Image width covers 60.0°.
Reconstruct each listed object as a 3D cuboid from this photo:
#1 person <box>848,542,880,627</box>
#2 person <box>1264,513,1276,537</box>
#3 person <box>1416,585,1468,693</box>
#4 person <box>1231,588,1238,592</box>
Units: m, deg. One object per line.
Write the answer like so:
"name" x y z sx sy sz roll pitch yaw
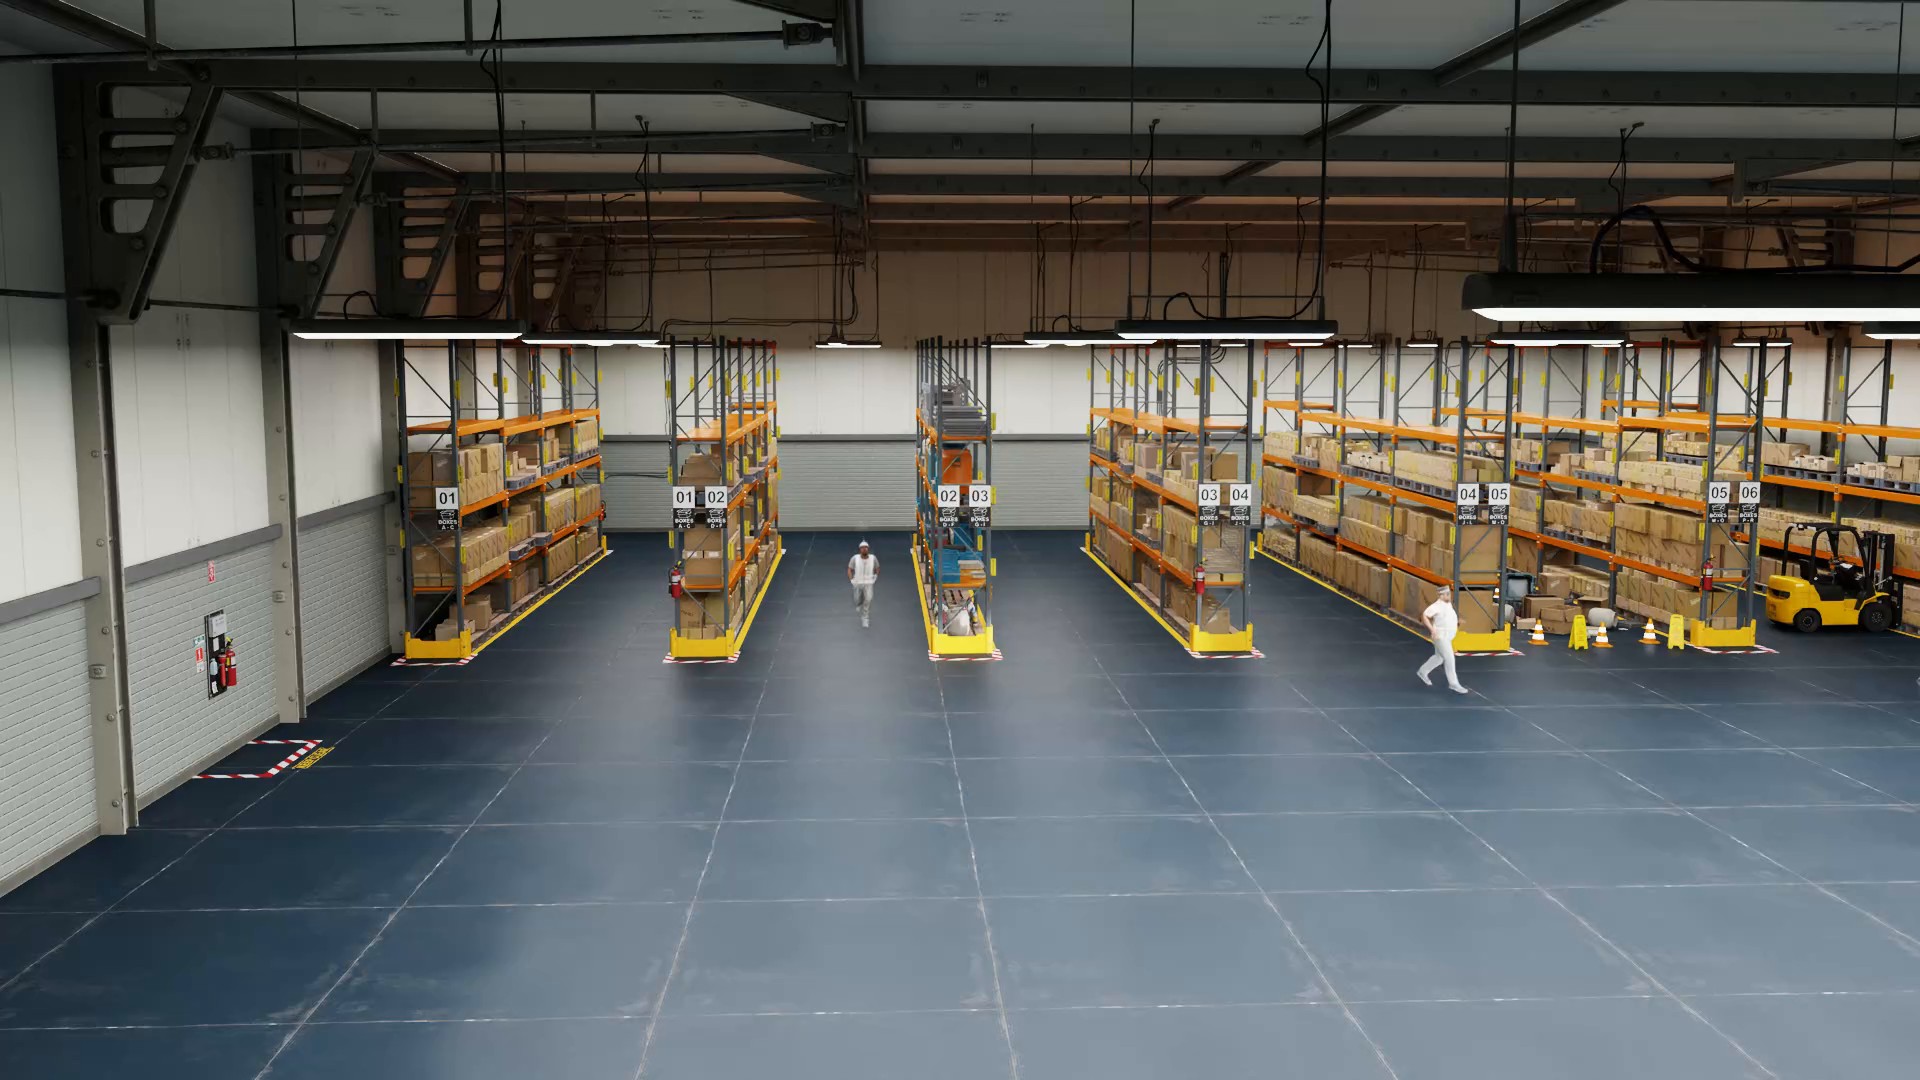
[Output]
"person" -1.992 0.908 34.582 0.676 1.734 0.840 0 6 -3
"person" 9.228 -0.686 49.102 0.616 1.733 0.761 -1 7 -8
"person" 8.156 1.636 28.039 0.944 1.779 0.666 5 8 38
"person" 6.513 0.327 39.714 0.715 1.754 1.021 -1 7 -7
